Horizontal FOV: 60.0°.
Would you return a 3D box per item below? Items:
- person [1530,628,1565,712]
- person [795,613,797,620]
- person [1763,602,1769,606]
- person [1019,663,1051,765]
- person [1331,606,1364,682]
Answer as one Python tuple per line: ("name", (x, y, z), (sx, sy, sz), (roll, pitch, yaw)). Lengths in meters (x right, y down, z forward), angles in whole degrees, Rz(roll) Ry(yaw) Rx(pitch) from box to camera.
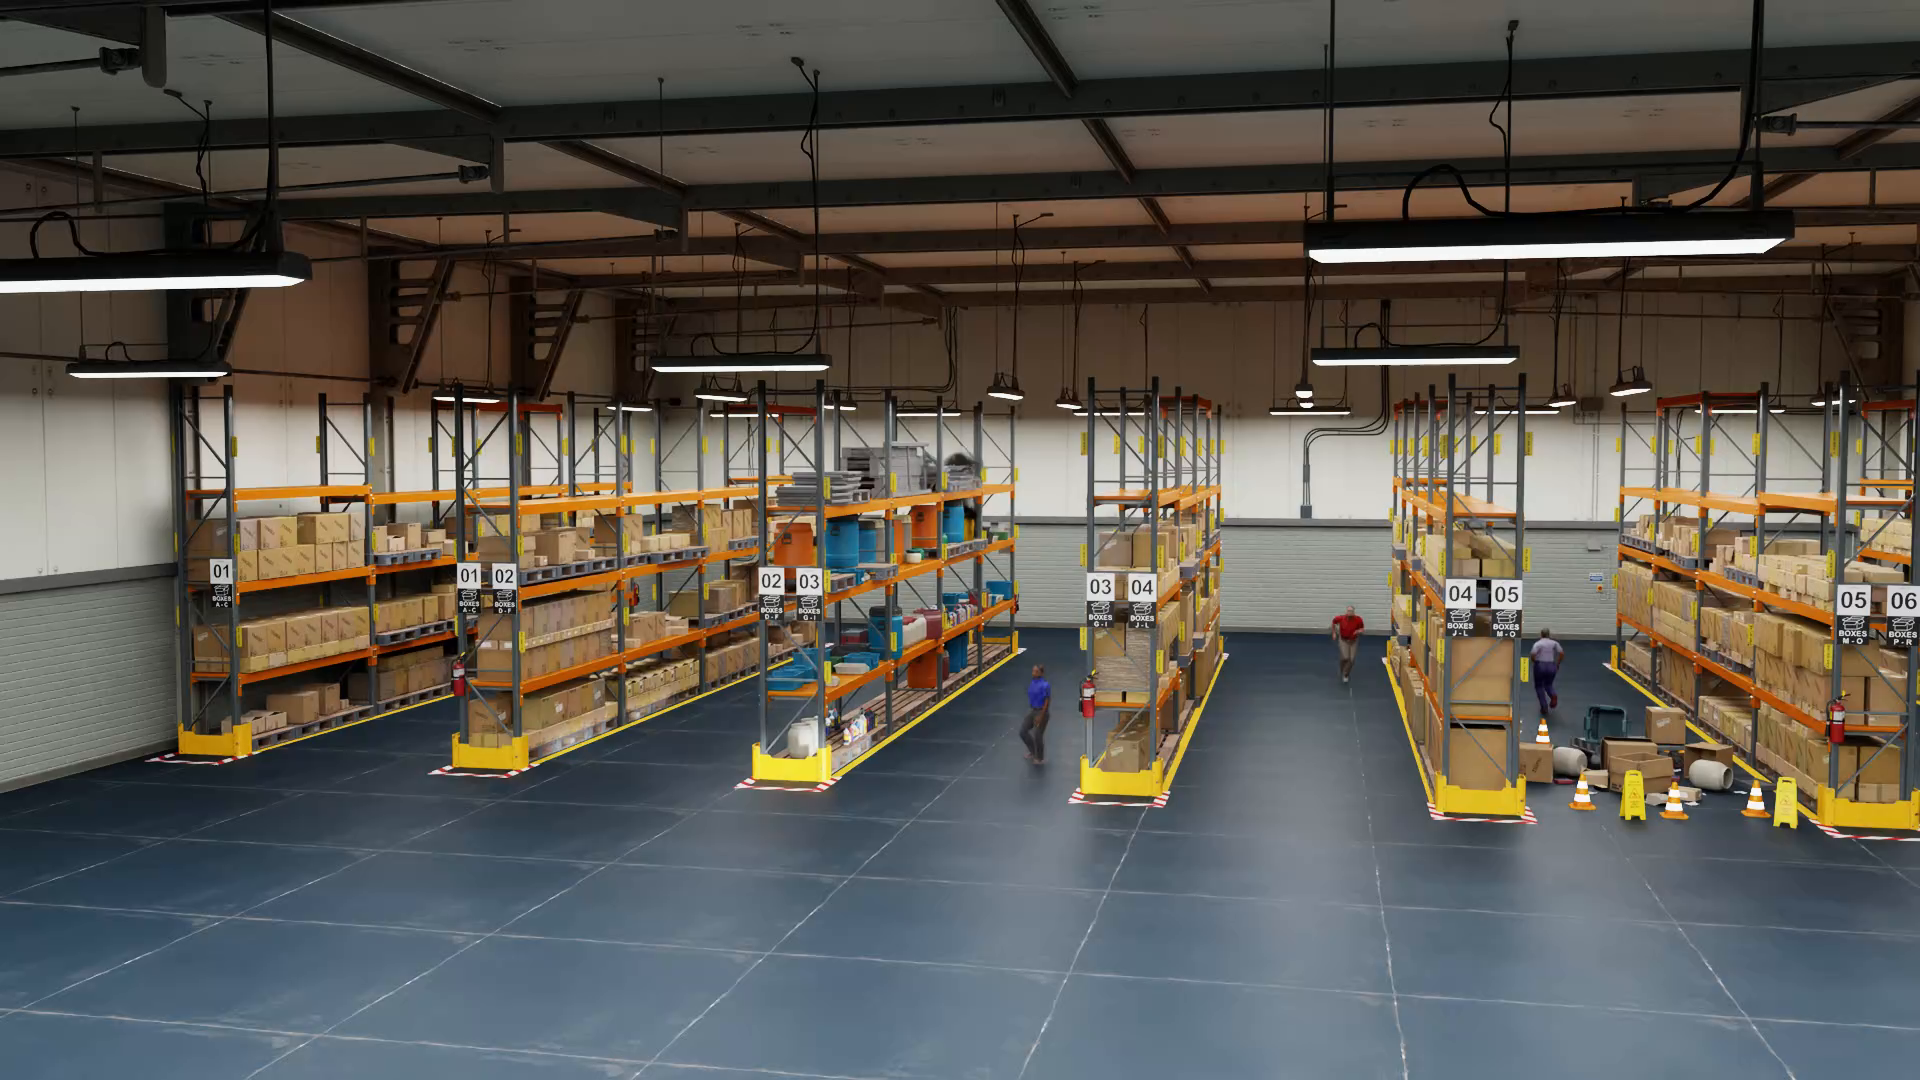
("person", (11.062, 2.463, 31.413), (0.620, 1.596, 0.541), (0, 3, 1))
("person", (-4.050, 1.757, 42.910), (0.854, 1.718, 0.541), (2, 4, 33))
("person", (17.029, 2.133, 35.376), (0.660, 1.750, 0.926), (0, 3, -6))
("person", (1.187, 2.758, 26.188), (0.426, 1.644, 0.702), (-2, 4, -37))
("person", (8.248, 2.210, 35.293), (0.631, 1.651, 0.722), (0, 3, -1))
